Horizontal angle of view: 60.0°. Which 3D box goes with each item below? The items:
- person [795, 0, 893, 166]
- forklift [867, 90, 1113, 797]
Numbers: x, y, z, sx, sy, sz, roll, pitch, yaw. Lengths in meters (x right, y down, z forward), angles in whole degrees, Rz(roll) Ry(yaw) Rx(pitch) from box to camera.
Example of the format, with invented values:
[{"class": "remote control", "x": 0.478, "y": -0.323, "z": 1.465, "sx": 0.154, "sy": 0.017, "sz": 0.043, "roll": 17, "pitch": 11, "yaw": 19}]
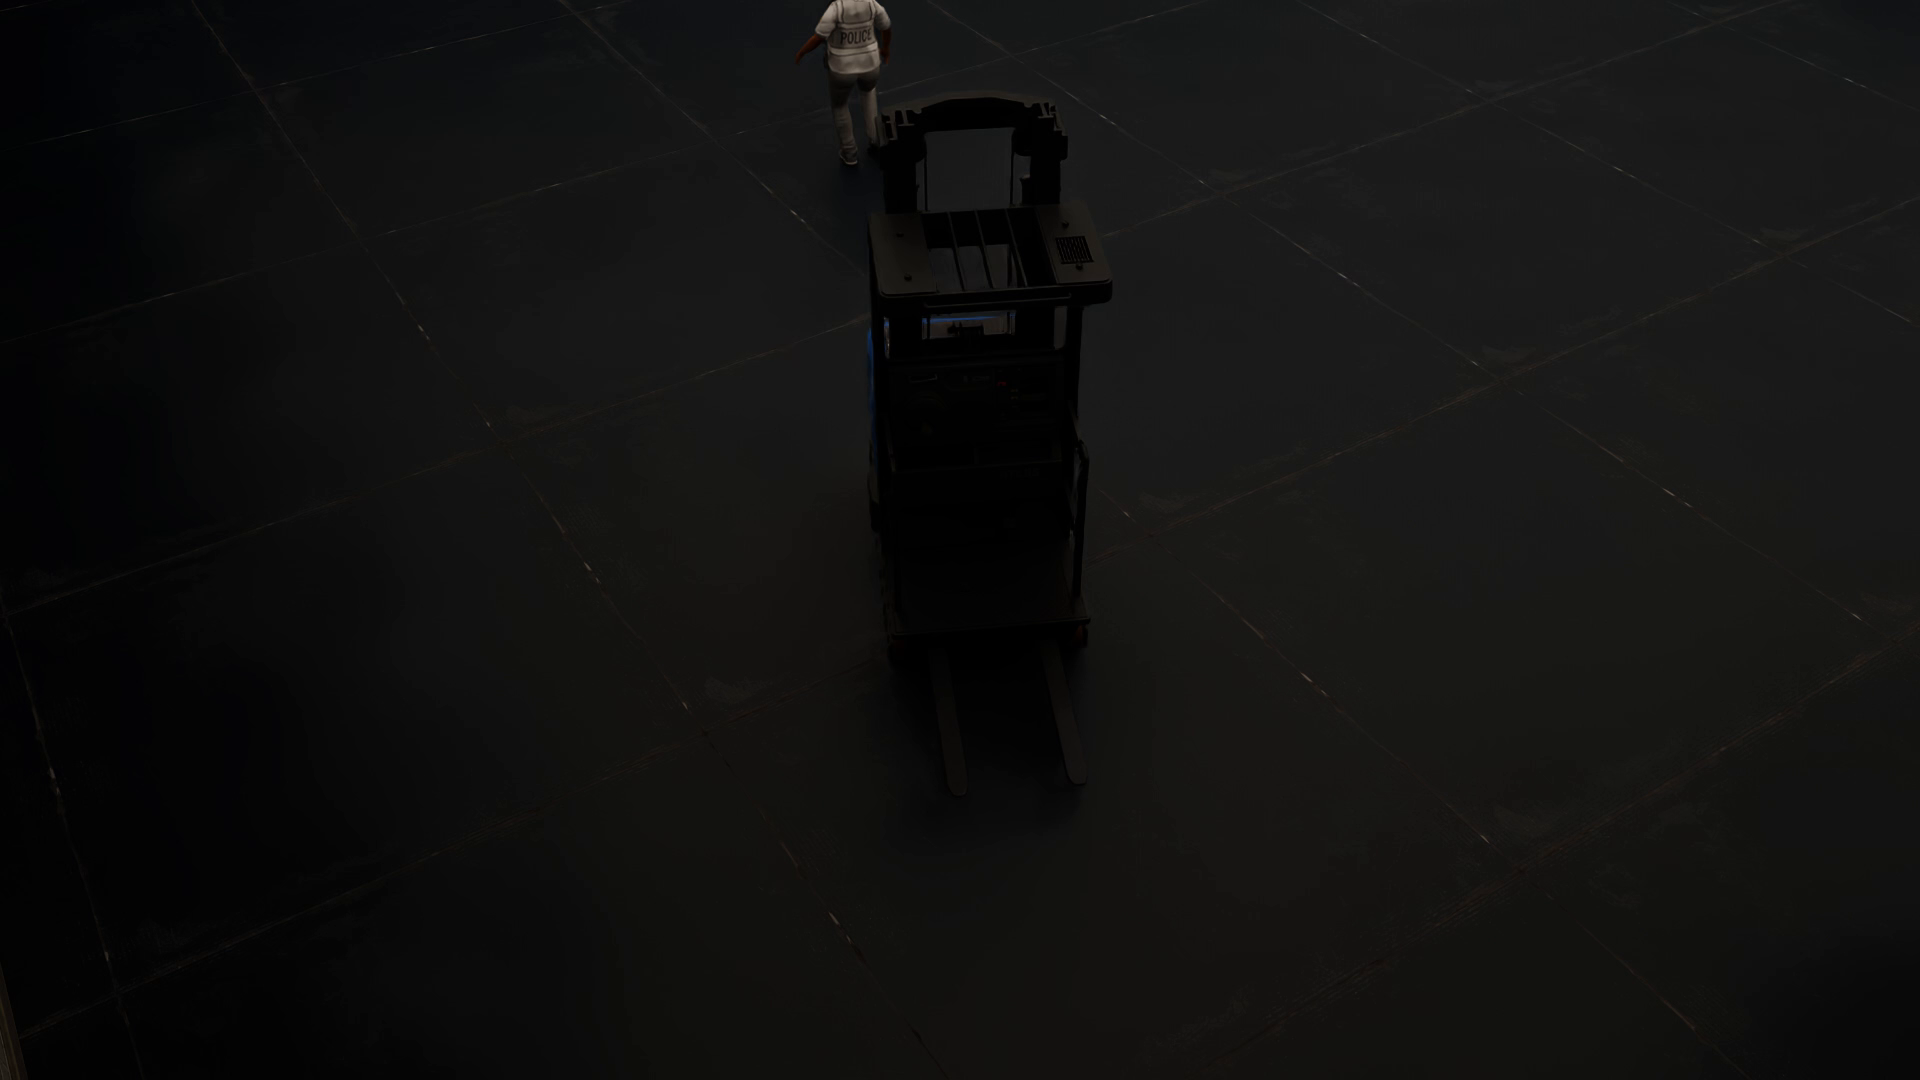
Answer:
[{"class": "person", "x": -0.894, "y": -3.753, "z": 13.181, "sx": 0.785, "sy": 1.673, "sz": 0.489, "roll": -13, "pitch": 43, "yaw": -15}, {"class": "forklift", "x": 0.118, "y": -0.671, "z": 8.639, "sx": 1.130, "sy": 2.935, "sz": 3.031, "roll": -5, "pitch": 41, "yaw": -5}]
